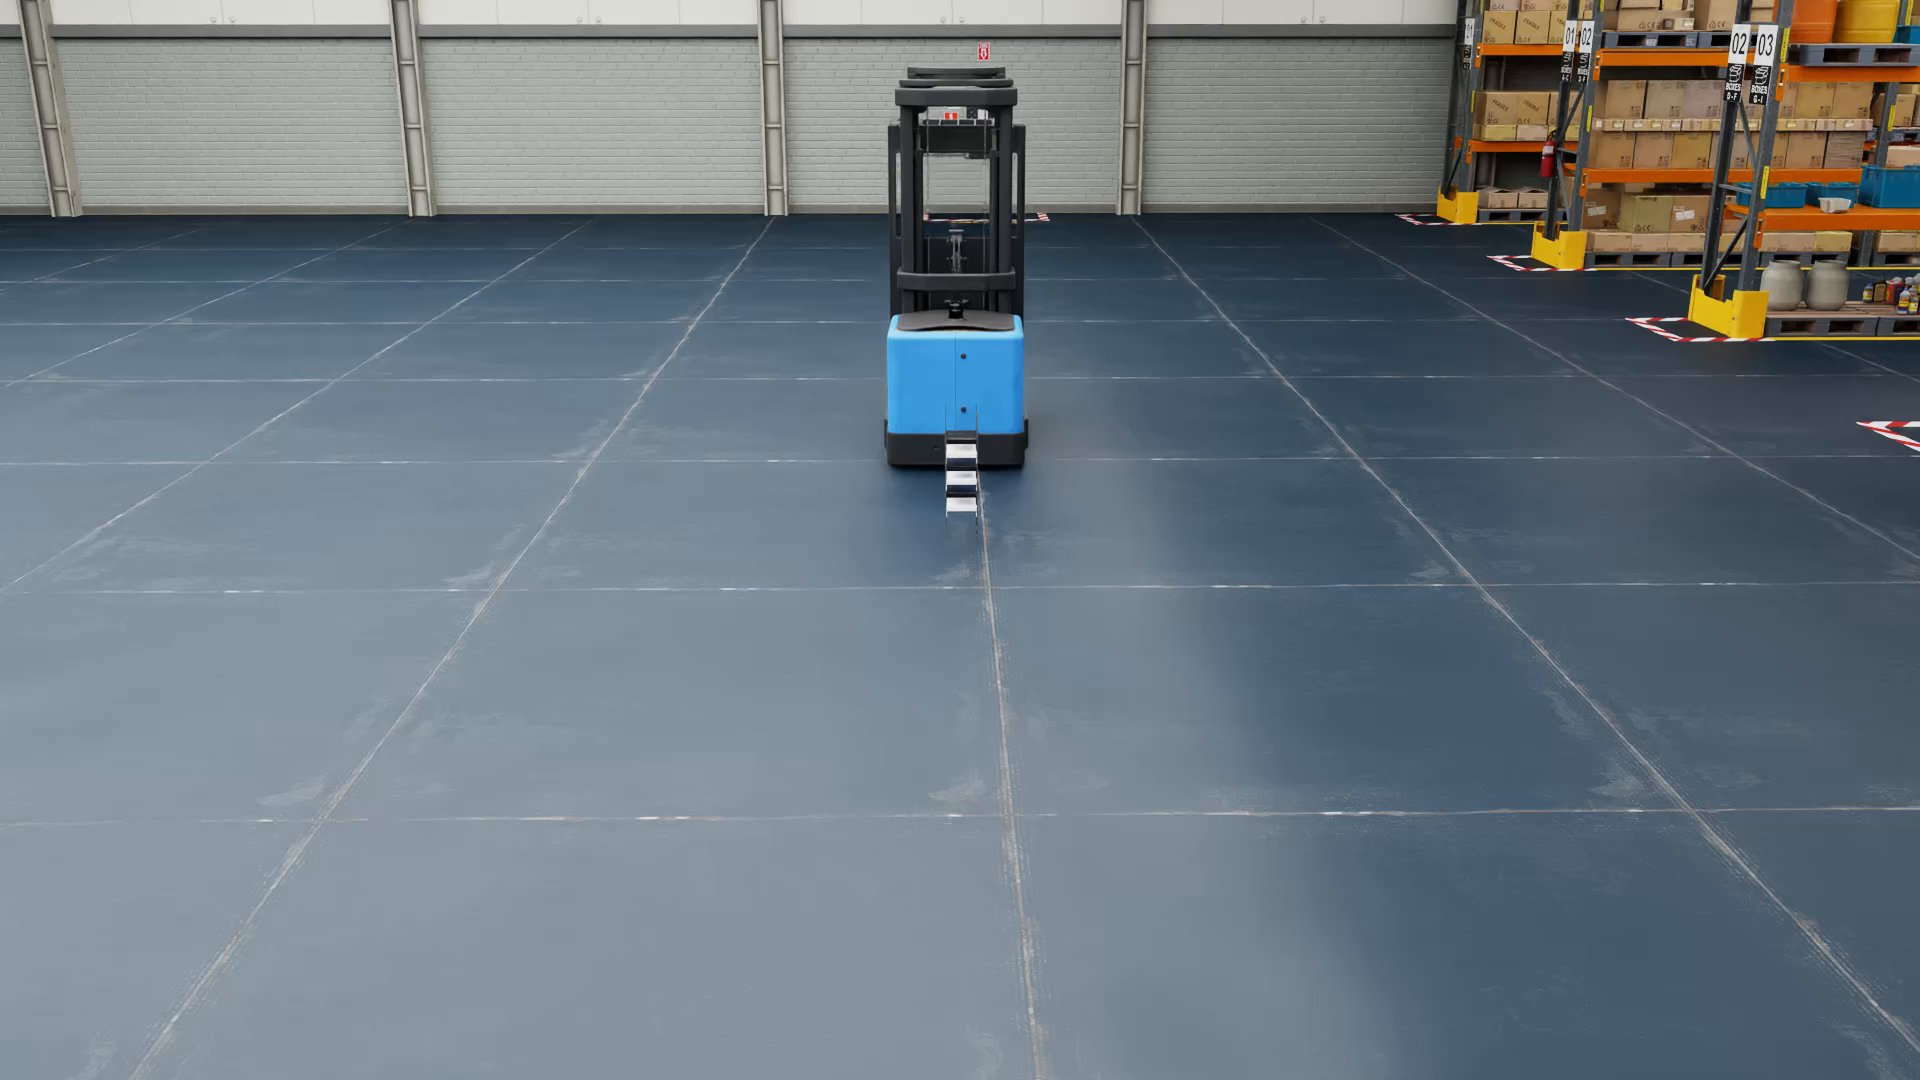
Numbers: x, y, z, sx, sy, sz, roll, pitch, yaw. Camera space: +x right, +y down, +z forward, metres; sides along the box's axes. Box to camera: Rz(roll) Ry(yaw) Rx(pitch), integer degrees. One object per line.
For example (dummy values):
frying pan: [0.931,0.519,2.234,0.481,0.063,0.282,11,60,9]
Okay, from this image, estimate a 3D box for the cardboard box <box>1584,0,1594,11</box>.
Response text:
cardboard box: [10.158,-8.819,26.884,0.500,0.500,0.500,0,18,-1]

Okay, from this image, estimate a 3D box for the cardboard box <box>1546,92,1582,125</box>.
cardboard box: [9.683,-6.979,26.879,0.500,0.500,0.500,-1,18,-3]

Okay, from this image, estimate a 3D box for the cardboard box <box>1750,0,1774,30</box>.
cardboard box: [10.623,-7.055,22.132,0.637,0.503,0.797,2,18,5]

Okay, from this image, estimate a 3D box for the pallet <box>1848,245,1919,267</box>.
pallet: [13.007,-3.968,23.071,1.213,0.211,1.003,0,18,-1]

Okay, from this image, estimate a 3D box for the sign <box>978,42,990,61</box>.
sign: [0.396,-8.146,27.736,0.199,0.298,0.001,0,18,-1]

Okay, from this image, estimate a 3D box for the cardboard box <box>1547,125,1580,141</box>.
cardboard box: [9.711,-6.625,27.001,0.500,0.250,0.500,-1,18,-2]

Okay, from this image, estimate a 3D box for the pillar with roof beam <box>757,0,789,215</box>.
pillar with roof beam: [-3.055,-8.525,22.891,0.400,9.000,9.100,0,18,-1]

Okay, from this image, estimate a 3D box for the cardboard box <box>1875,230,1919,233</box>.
cardboard box: [12.688,-4.364,22.636,0.500,0.311,0.500,0,18,-1]

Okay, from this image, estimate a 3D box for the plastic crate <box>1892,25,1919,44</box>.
plastic crate: [10.248,-5.270,17.680,0.575,0.384,0.392,0,18,-1]

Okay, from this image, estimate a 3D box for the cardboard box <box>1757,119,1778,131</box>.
cardboard box: [10.733,-5.564,22.256,0.250,0.149,0.380,0,18,1]

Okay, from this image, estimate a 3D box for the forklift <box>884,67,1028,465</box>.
forklift: [-0.025,-2.359,13.604,1.130,2.935,3.031,0,18,0]

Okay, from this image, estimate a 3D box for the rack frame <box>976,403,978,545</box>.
rack frame: [0.110,-0.429,10.912,0.006,0.900,0.240,0,18,-1]

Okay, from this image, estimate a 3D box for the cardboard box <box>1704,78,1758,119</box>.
cardboard box: [10.322,-5.934,22.348,0.500,0.500,0.700,0,18,-1]

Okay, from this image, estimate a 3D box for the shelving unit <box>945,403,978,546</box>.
shelving unit: [0.008,-0.429,10.910,0.210,0.900,0.258,0,18,-1]

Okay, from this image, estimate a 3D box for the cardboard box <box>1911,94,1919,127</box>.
cardboard box: [15.719,-7.064,27.274,0.500,0.500,0.700,-2,18,-7]

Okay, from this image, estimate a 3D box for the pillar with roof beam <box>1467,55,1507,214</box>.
pillar with roof beam: [8.944,-8.583,23.072,0.400,9.000,9.100,0,18,-1]

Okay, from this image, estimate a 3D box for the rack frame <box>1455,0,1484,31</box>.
rack frame: [8.190,-9.630,26.336,0.127,3.000,1.000,0,18,-1]

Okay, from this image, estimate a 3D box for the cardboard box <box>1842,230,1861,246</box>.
cardboard box: [12.681,-4.261,23.235,0.500,0.250,0.500,0,18,-1]

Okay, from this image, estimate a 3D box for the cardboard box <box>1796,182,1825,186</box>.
cardboard box: [13.952,-5.829,27.679,0.500,0.500,0.700,0,18,0]

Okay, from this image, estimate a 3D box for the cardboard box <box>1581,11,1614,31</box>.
cardboard box: [10.120,-8.189,26.557,0.500,0.500,0.500,1,18,3]

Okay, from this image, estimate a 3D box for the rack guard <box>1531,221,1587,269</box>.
rack guard: [8.248,-4.070,22.918,0.348,0.500,1.175,0,18,-1]

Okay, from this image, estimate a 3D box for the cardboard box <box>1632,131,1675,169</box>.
cardboard box: [9.264,-5.311,22.528,0.500,0.500,0.700,0,18,1]

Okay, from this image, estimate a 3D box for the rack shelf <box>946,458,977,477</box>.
rack shelf: [0.008,-0.482,10.893,0.200,0.077,0.258,0,18,-1]

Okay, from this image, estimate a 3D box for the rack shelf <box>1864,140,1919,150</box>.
rack shelf: [14.189,-6.460,27.453,4.000,0.370,1.077,0,18,-1]

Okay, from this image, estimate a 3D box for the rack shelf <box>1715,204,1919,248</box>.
rack shelf: [10.346,-3.415,17.960,4.000,0.370,1.077,0,18,-1]

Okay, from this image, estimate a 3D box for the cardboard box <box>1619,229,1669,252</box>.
cardboard box: [9.311,-4.090,22.700,0.500,0.250,0.500,0,18,-1]

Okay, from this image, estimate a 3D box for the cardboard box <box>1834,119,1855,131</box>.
cardboard box: [11.755,-5.569,22.272,0.250,0.149,0.380,-1,18,-2]

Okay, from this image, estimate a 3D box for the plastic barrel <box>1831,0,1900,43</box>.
plastic barrel: [9.484,-5.510,17.407,0.600,0.588,0.600,0,18,0]

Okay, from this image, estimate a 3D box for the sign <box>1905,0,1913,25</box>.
sign: [12.282,-6.823,21.519,0.005,0.325,0.100,0,18,-1]

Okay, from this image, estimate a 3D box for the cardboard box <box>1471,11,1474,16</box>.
cardboard box: [8.603,-8.338,27.024,0.500,0.500,0.500,1,18,3]

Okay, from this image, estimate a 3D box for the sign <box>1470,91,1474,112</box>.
sign: [8.198,-7.020,26.604,0.005,0.325,0.100,0,18,-1]

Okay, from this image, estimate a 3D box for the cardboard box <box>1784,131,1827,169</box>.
cardboard box: [11.300,-5.319,22.554,0.500,0.500,0.700,0,18,-1]

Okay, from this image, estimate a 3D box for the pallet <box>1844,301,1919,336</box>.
pallet: [10.451,-2.442,18.315,1.213,0.211,1.003,0,18,-1]

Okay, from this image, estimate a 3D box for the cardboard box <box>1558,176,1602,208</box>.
cardboard box: [10.187,-5.760,27.464,0.500,0.500,0.700,-1,18,-4]

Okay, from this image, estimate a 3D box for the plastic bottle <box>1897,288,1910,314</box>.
plastic bottle: [10.164,-2.572,17.900,0.097,0.271,0.097,0,18,0]

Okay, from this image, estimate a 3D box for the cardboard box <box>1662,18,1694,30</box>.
cardboard box: [9.451,-6.788,21.881,0.250,0.149,0.380,0,18,-1]

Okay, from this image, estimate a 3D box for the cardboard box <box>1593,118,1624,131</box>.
cardboard box: [8.667,-5.553,22.223,0.250,0.149,0.380,0,18,-1]

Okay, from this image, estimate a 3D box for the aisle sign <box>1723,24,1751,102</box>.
aisle sign: [8.270,-5.076,17.705,0.004,0.787,0.394,0,18,-1]

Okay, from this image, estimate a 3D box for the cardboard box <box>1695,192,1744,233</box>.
cardboard box: [10.311,-4.450,22.594,0.500,0.500,0.500,0,18,-1]

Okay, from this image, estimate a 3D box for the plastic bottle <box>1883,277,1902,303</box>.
plastic bottle: [10.428,-2.796,18.592,0.135,0.276,0.152,0,18,0]

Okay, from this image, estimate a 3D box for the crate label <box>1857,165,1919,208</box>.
crate label: [10.182,-3.856,18.100,0.616,0.435,0.502,0,18,-1]

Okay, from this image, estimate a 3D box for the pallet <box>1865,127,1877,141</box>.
pallet: [14.210,-6.699,27.333,1.213,0.211,1.003,0,18,-1]

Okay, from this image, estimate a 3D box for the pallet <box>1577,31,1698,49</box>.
pallet: [8.979,-6.642,22.078,1.213,0.211,1.003,0,18,-1]

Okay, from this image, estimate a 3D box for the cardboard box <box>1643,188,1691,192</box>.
cardboard box: [9.803,-4.611,23.098,0.500,0.500,0.500,0,18,-1]

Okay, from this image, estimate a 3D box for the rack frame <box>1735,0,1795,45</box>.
rack frame: [8.346,-6.605,16.904,0.127,3.000,1.000,0,18,-1]

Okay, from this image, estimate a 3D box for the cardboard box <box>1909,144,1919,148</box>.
cardboard box: [13.147,-5.276,22.805,0.258,0.266,0.396,-1,18,-2]

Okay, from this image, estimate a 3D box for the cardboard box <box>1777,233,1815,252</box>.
cardboard box: [11.311,-4.102,22.739,0.500,0.250,0.500,0,18,-1]

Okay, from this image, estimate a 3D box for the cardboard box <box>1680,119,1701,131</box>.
cardboard box: [9.700,-5.559,22.240,0.250,0.149,0.380,-1,18,-3]

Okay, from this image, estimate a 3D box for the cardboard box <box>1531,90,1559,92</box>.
cardboard box: [9.678,-7.139,27.377,0.500,0.500,0.500,-1,18,-2]

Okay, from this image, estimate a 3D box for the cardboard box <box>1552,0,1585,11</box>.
cardboard box: [9.593,-8.656,26.376,0.500,0.500,0.500,0,18,1]
